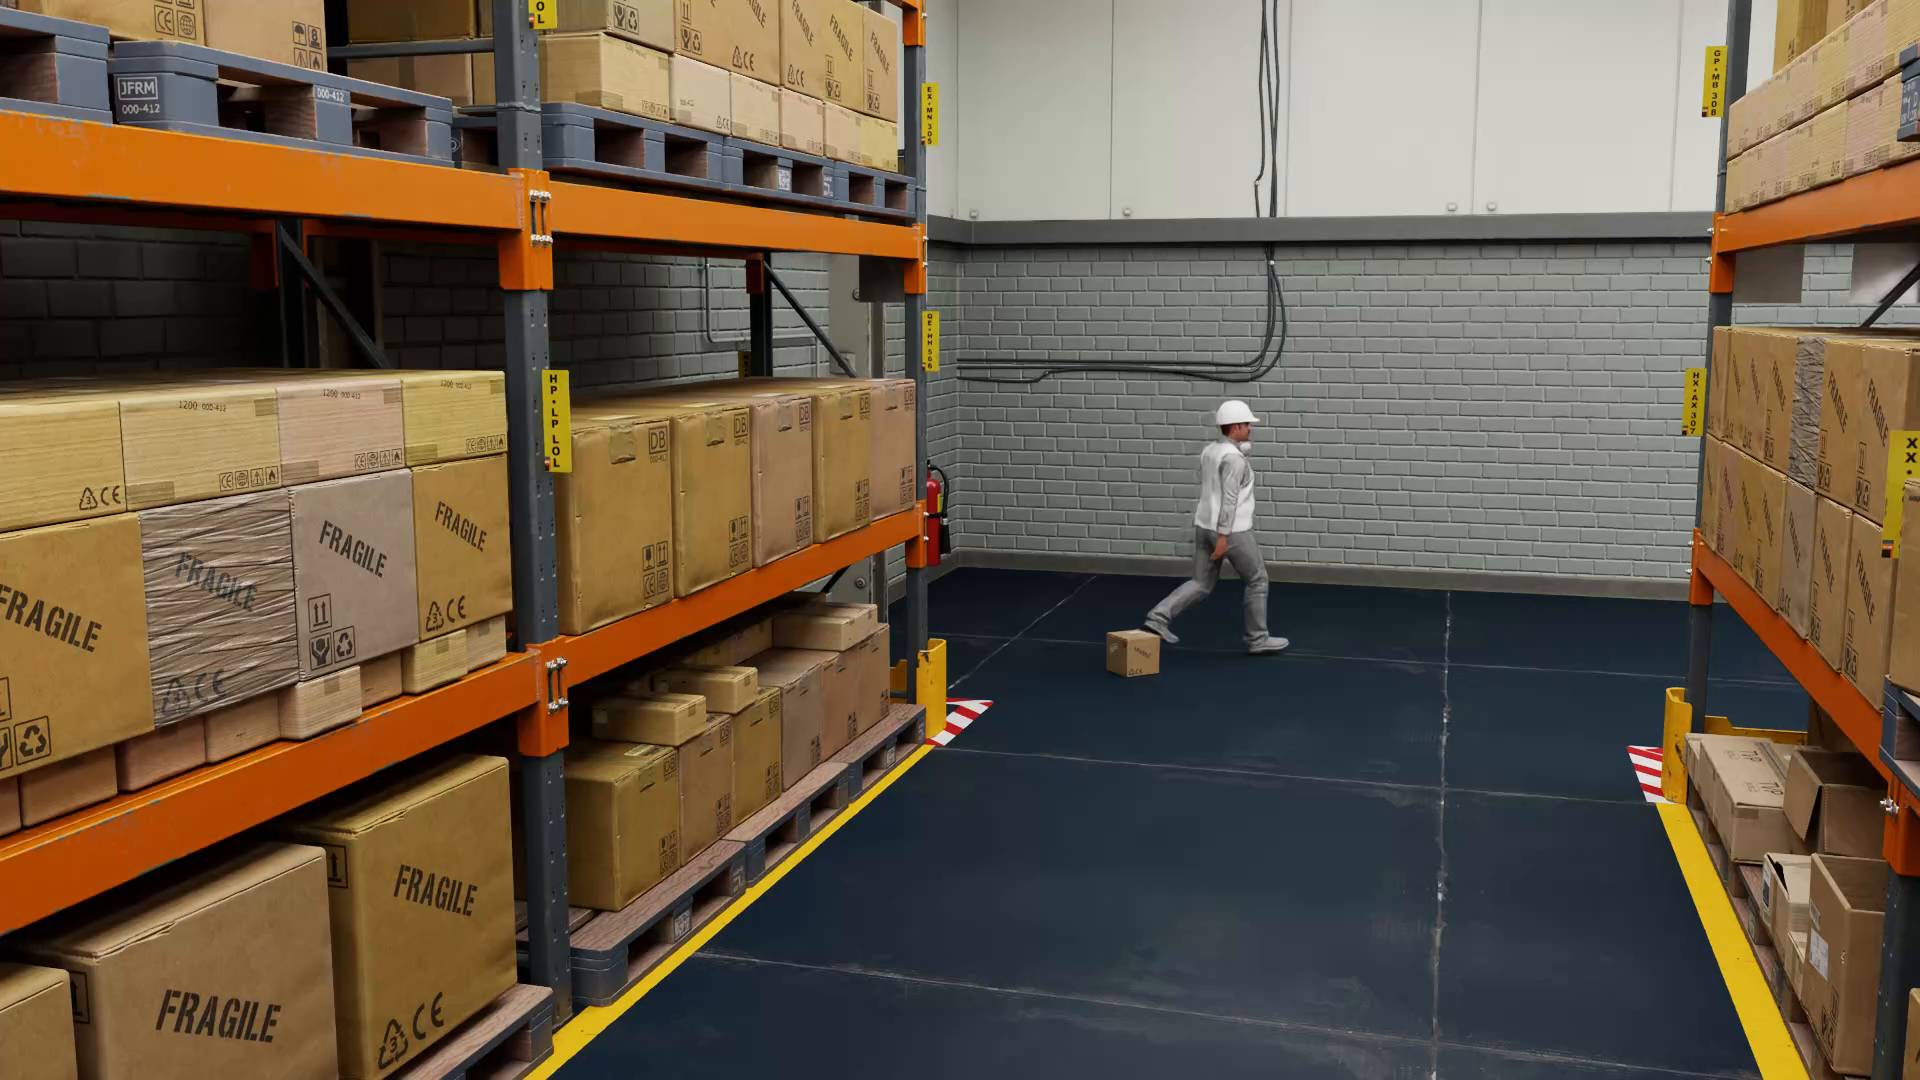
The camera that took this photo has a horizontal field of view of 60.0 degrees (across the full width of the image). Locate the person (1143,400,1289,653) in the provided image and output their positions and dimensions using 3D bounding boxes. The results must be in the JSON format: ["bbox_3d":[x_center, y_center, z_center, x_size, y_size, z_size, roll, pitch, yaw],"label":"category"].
[{"bbox_3d":[1.761,-0.083,11.299,1.012,1.730,0.542,-3,9,-19],"label":"person"}]
